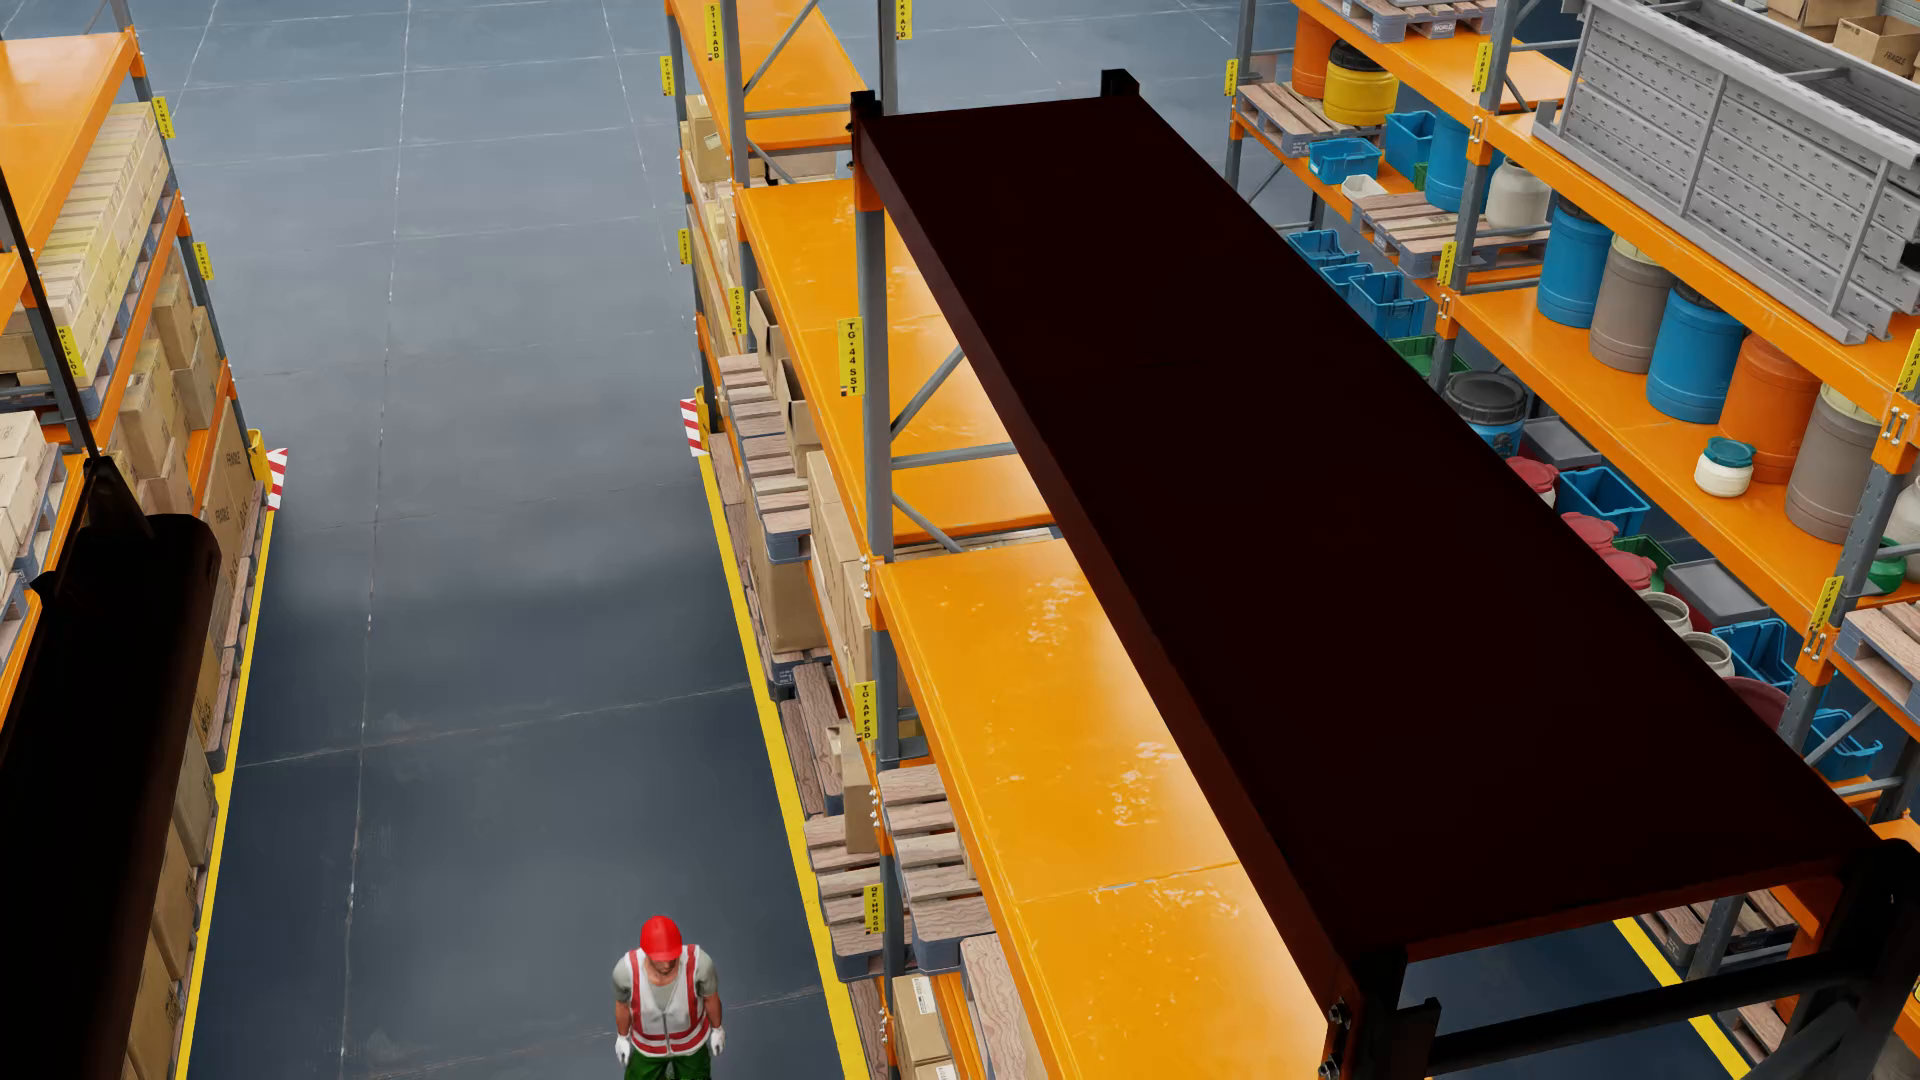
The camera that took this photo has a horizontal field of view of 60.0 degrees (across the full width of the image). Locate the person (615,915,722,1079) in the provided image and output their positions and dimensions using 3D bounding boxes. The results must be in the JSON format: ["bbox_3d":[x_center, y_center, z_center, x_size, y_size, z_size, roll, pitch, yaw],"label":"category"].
[{"bbox_3d":[-1.529,2.584,8.752,0.569,1.790,0.529,-5,35,-7],"label":"person"}]
